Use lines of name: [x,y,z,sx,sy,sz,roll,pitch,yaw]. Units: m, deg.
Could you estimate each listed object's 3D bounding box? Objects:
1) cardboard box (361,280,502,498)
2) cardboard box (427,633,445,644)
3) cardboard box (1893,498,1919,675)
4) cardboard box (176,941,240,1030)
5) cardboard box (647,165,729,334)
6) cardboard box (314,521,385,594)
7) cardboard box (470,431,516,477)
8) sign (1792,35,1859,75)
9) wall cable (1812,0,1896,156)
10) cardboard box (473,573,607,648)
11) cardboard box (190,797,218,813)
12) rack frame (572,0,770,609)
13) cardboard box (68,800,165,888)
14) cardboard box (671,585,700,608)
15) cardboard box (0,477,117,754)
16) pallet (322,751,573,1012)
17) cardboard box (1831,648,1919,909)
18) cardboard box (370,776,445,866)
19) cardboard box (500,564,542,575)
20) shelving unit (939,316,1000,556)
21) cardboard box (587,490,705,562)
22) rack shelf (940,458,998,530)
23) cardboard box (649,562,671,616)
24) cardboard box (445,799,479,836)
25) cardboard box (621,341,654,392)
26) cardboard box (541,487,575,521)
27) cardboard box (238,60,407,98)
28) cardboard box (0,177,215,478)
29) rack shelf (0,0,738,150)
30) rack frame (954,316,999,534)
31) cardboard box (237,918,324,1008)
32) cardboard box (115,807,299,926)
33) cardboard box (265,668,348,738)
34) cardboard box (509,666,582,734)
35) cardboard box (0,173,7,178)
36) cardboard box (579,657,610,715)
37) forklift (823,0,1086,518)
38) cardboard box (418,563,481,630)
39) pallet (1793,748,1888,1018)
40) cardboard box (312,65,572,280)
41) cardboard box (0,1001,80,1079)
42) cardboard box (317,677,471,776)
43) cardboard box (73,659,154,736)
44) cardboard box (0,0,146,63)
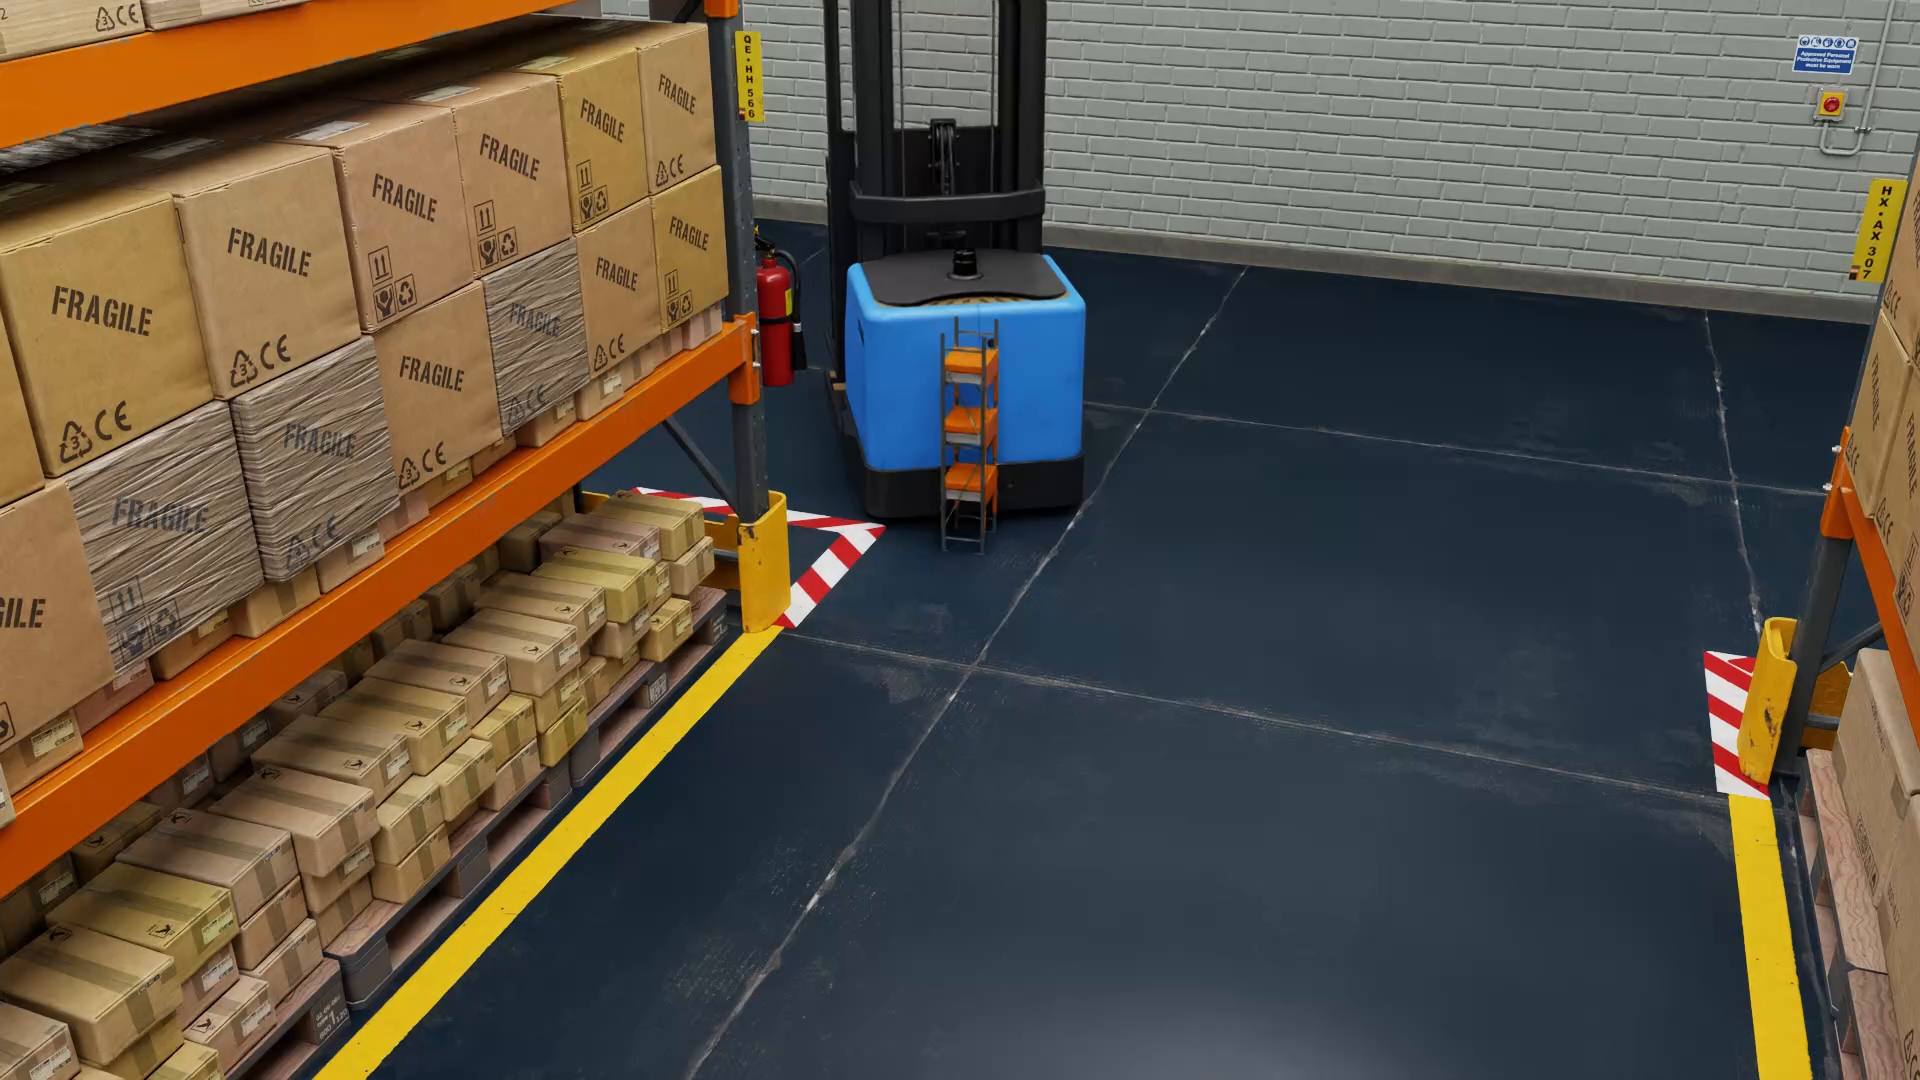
cardboard box: [-1.713,-0.472,4.827,0.500,0.500,0.500,10,28,20]
cardboard box: [-2.040,0.429,5.869,0.380,0.149,0.250,7,27,15]
cardboard box: [2.648,0.066,4.057,0.500,0.500,0.500,9,27,17]
cardboard box: [-2.157,1.140,4.402,0.380,0.149,0.250,9,27,17]
cardboard box: [-1.201,-1.096,6.116,0.500,0.500,0.500,9,27,18]
cardboard box: [-1.830,0.001,4.595,0.380,0.149,0.250,10,28,20]
cardboard box: [-1.648,-0.335,5.287,0.380,0.149,0.250,8,27,15]
sign: [5.236,-2.937,10.064,0.327,0.218,0.001,9,27,17]
wall cable: [5.261,-3.255,9.828,0.585,1.953,0.123,9,27,17]
cardboard box: [-1.482,0.259,5.881,0.380,0.149,0.250,8,27,15]
cardboard box: [-2.427,0.867,4.965,0.380,0.149,0.250,9,27,19]
rack frame: [-1.295,-1.139,6.661,1.000,3.000,0.127,9,27,17]
cardboard box: [-2.469,0.838,4.685,0.380,0.149,0.250,10,27,19]
cardboard box: [-1.273,0.202,6.681,0.380,0.149,0.250,9,27,18]
cardboard box: [-2.223,0.159,3.524,0.500,0.500,0.500,8,27,16]
pallet: [-2.031,0.976,5.493,1.003,0.211,1.213,9,27,17]
cardboard box: [3.282,0.787,5.141,0.875,0.438,0.875,8,27,16]
cardboard box: [-1.807,0.825,5.052,0.380,0.149,0.250,9,27,17]
cardboard box: [-1.855,0.104,6.542,0.380,0.149,0.250,9,27,17]
shelving unit: [0.043,-0.463,7.501,0.215,1.050,0.252,6,27,13]
cardboard box: [-1.232,-0.058,6.536,0.380,0.149,0.250,9,27,18]
rack shelf: [0.043,-0.203,7.626,0.215,0.259,0.240,6,27,13]
cardboard box: [-1.339,0.179,6.386,0.380,0.149,0.250,8,27,16]
cardboard box: [-1.793,0.838,5.367,0.380,0.149,0.250,10,27,19]
cardboard box: [-1.324,-0.649,5.937,0.380,0.149,0.250,8,27,17]
cardboard box: [-1.789,-0.147,6.718,0.380,0.149,0.250,8,27,15]
cardboard box: [-2.050,-1.203,5.190,0.500,0.500,0.500,8,27,16]
cardboard box: [-2.088,-0.490,3.716,0.500,0.500,0.500,8,27,16]
rack shelf: [-1.960,-1.344,4.466,1.077,0.370,4.000,9,27,17]
rack frame: [0.073,-0.514,7.607,0.200,1.050,0.008,6,27,13]
cardboard box: [-2.042,1.165,4.691,0.380,0.149,0.250,8,27,16]
cardboard box: [-2.065,0.893,4.570,0.380,0.149,0.250,8,27,16]
cardboard box: [-2.202,0.514,5.353,0.380,0.149,0.250,9,27,18]
cardboard box: [-1.533,0.508,5.707,0.380,0.149,0.250,9,27,18]
cardboard box: [-2.557,-0.570,3.881,0.500,0.500,0.500,8,27,16]
cardboard box: [-1.502,0.521,6.021,0.380,0.149,0.250,9,27,18]
forklift: [-0.160,-2.037,8.595,1.130,2.935,3.031,-4,26,-9]
cardboard box: [-1.977,0.183,6.037,0.380,0.149,0.250,7,27,15]
pallet: [3.215,1.132,5.169,1.003,0.211,1.213,9,27,17]
cardboard box: [-1.545,-1.121,5.019,0.500,0.500,0.500,10,28,20]
cardboard box: [-2.316,1.219,3.896,0.380,0.149,0.250,10,28,20]
cardboard box: [-1.772,0.581,5.215,0.380,0.149,0.250,9,27,18]
cardboard box: [-2.168,0.315,3.946,0.380,0.149,0.250,8,27,15]
cardboard box: [-2.065,-1.137,3.386,0.500,0.250,0.500,8,27,17]
